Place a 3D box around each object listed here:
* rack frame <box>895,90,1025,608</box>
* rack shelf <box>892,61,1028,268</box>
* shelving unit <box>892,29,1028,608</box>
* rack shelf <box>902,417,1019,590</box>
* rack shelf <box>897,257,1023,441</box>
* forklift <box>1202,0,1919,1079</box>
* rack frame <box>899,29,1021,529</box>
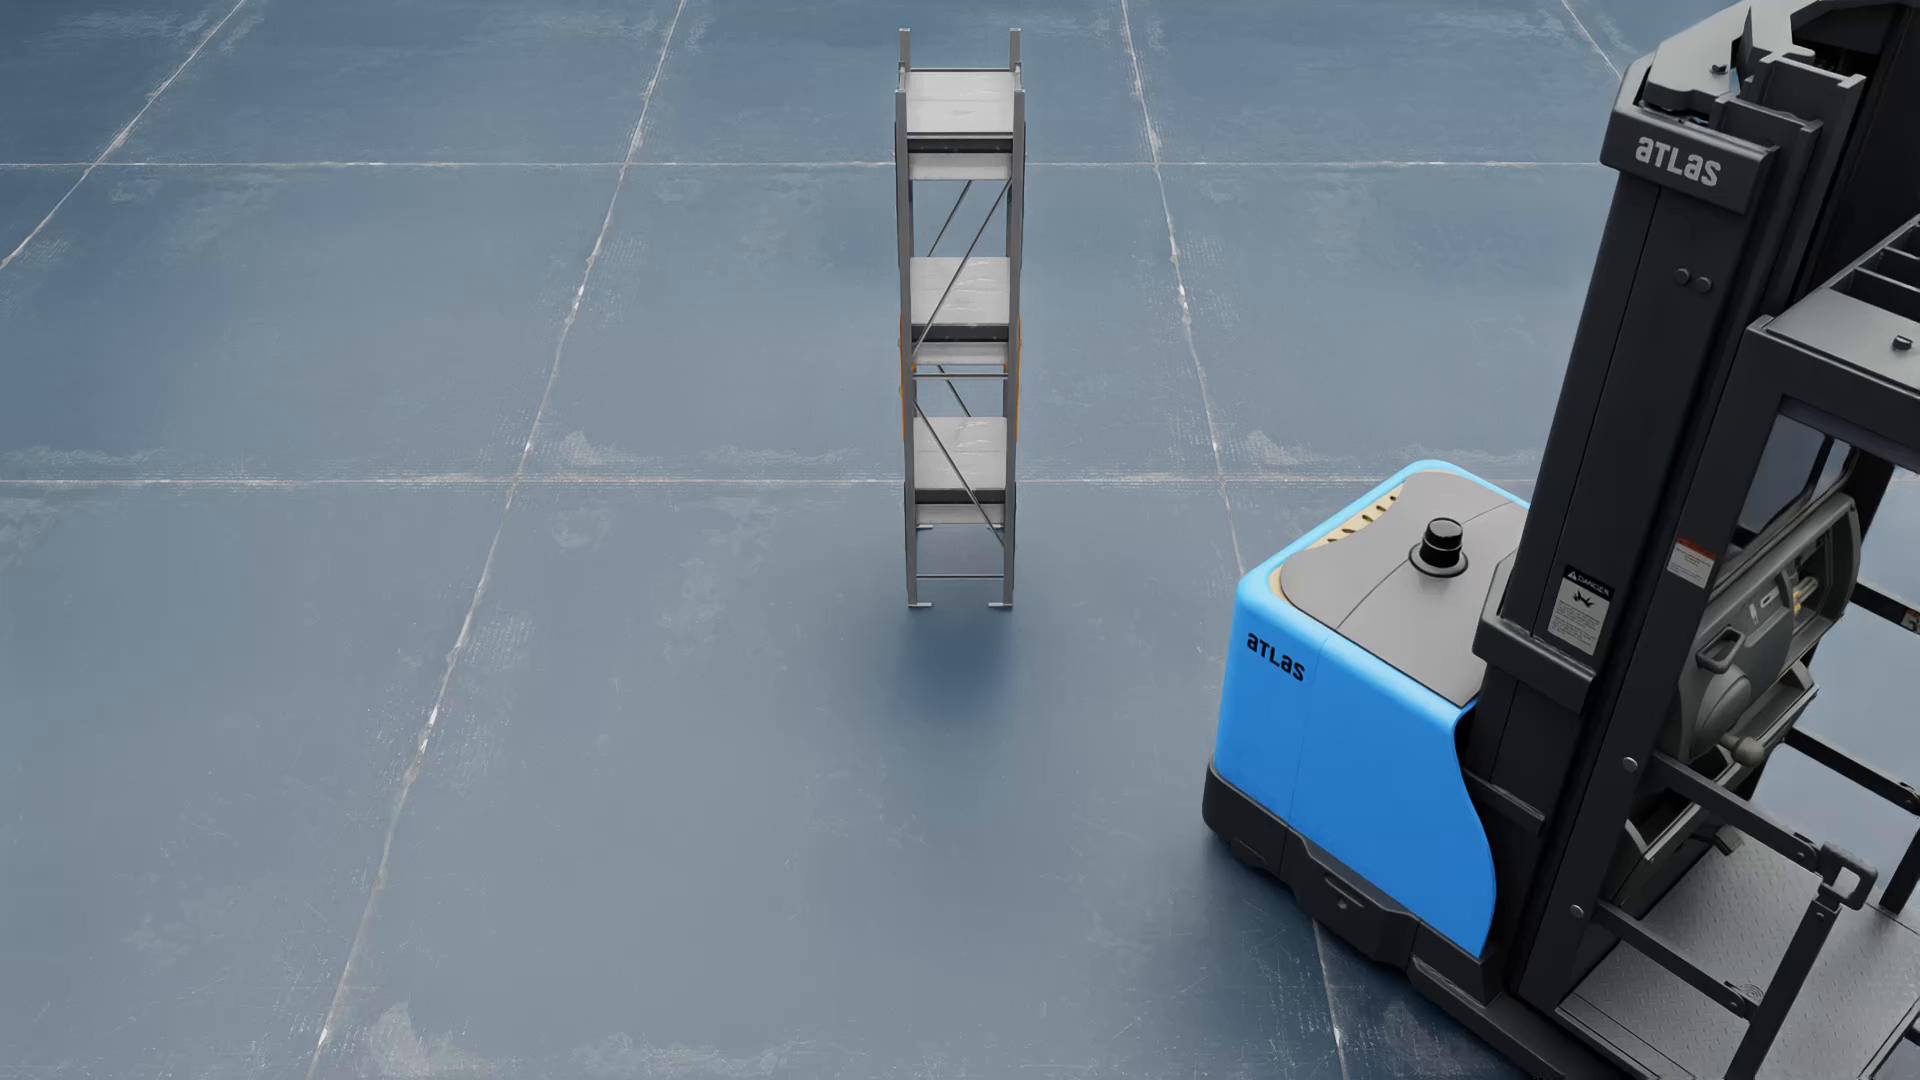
[{"bbox_3d":[0.000,-0.563,5.774,0.400,2.100,0.015,0,39,0],"label":"rack frame"},{"bbox_3d":[0.000,-1.251,5.535,0.431,0.518,0.480,0,39,0],"label":"rack shelf"},{"bbox_3d":[0.000,-0.716,5.964,0.431,2.100,0.503,0,39,0],"label":"shelving unit"},{"bbox_3d":[0.000,-0.159,6.410,0.431,0.518,0.480,0,39,0],"label":"rack shelf"},{"bbox_3d":[0.000,-0.705,5.973,0.431,0.518,0.480,0,39,0],"label":"rack shelf"},{"bbox_3d":[2.166,0.291,4.043,1.130,2.935,3.031,-30,47,-32],"label":"forklift"},{"bbox_3d":[0.000,-0.868,6.155,0.400,2.100,0.015,0,39,0],"label":"rack frame"}]
